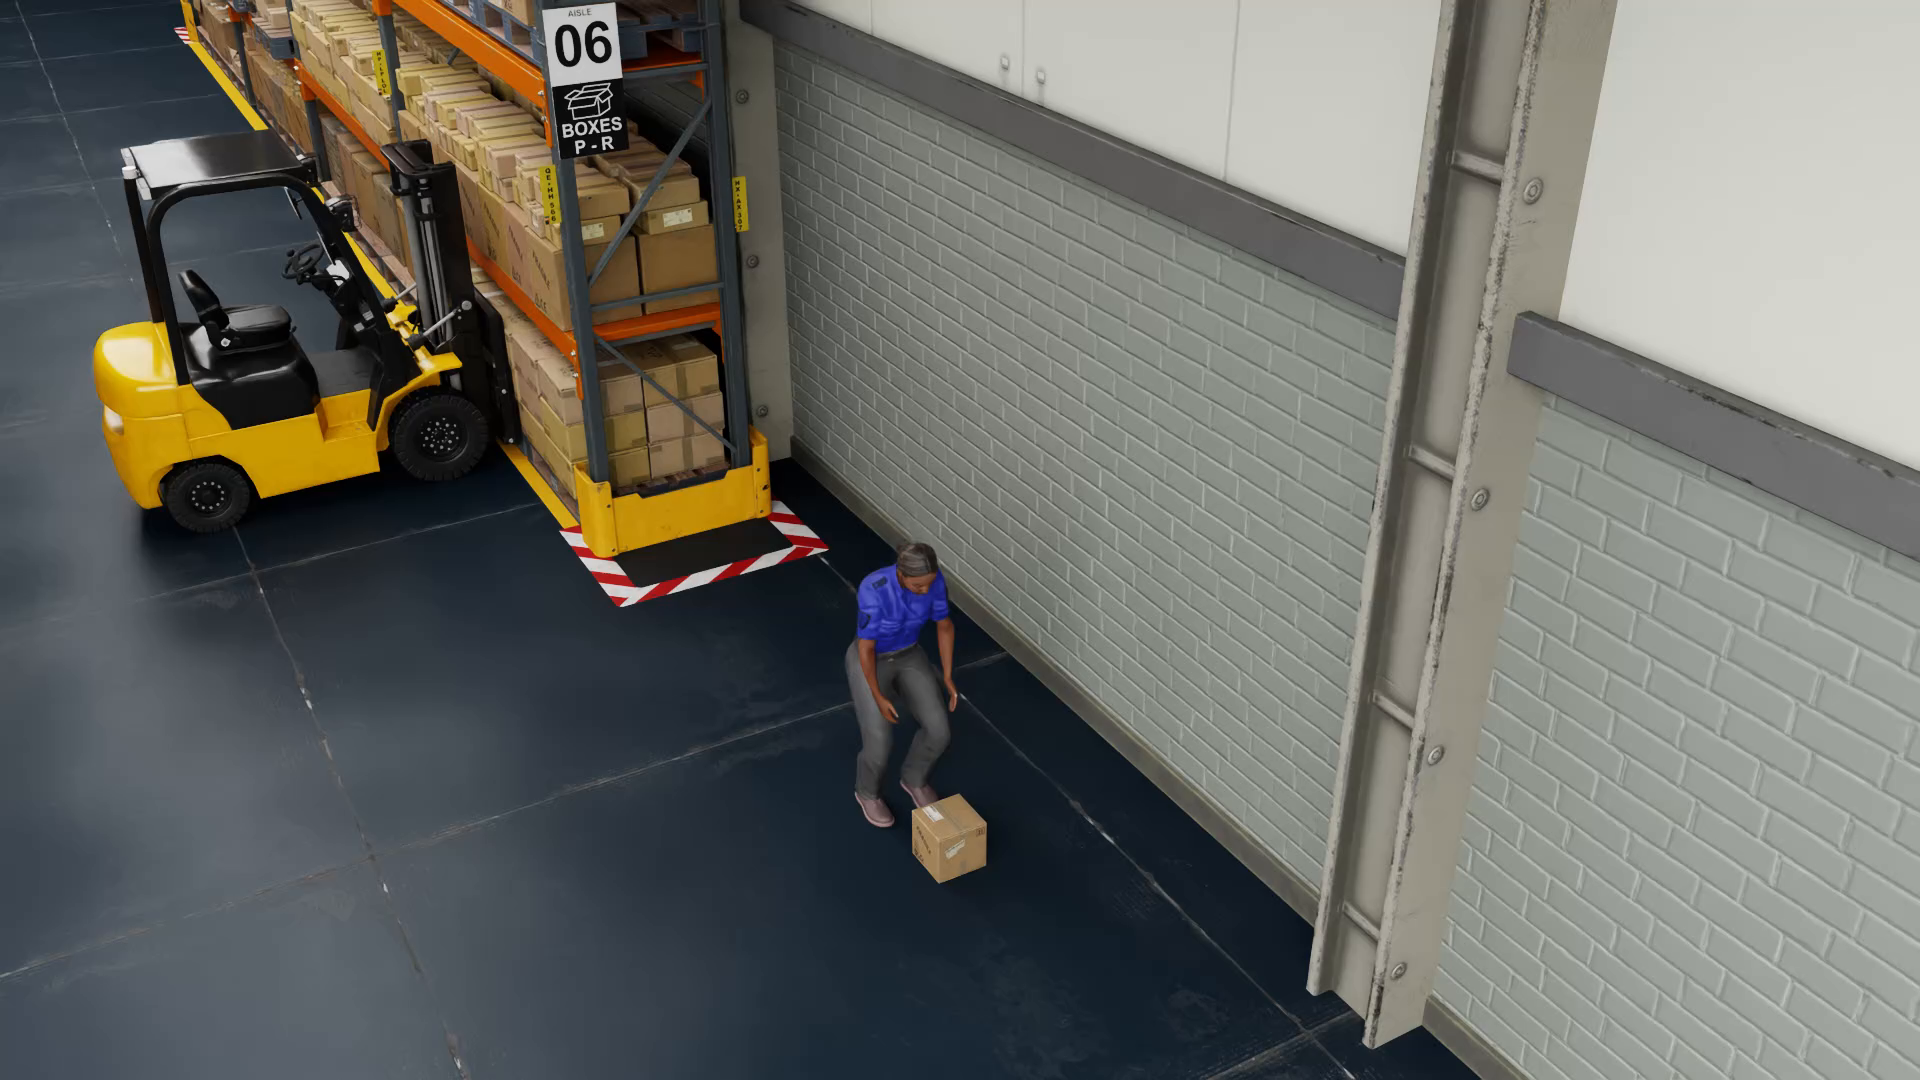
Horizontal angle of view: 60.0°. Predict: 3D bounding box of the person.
[{"bbox_3d":[-0.262,0.614,7.630,0.484,1.507,0.513,-15,33,-25],"label":"person"}]
